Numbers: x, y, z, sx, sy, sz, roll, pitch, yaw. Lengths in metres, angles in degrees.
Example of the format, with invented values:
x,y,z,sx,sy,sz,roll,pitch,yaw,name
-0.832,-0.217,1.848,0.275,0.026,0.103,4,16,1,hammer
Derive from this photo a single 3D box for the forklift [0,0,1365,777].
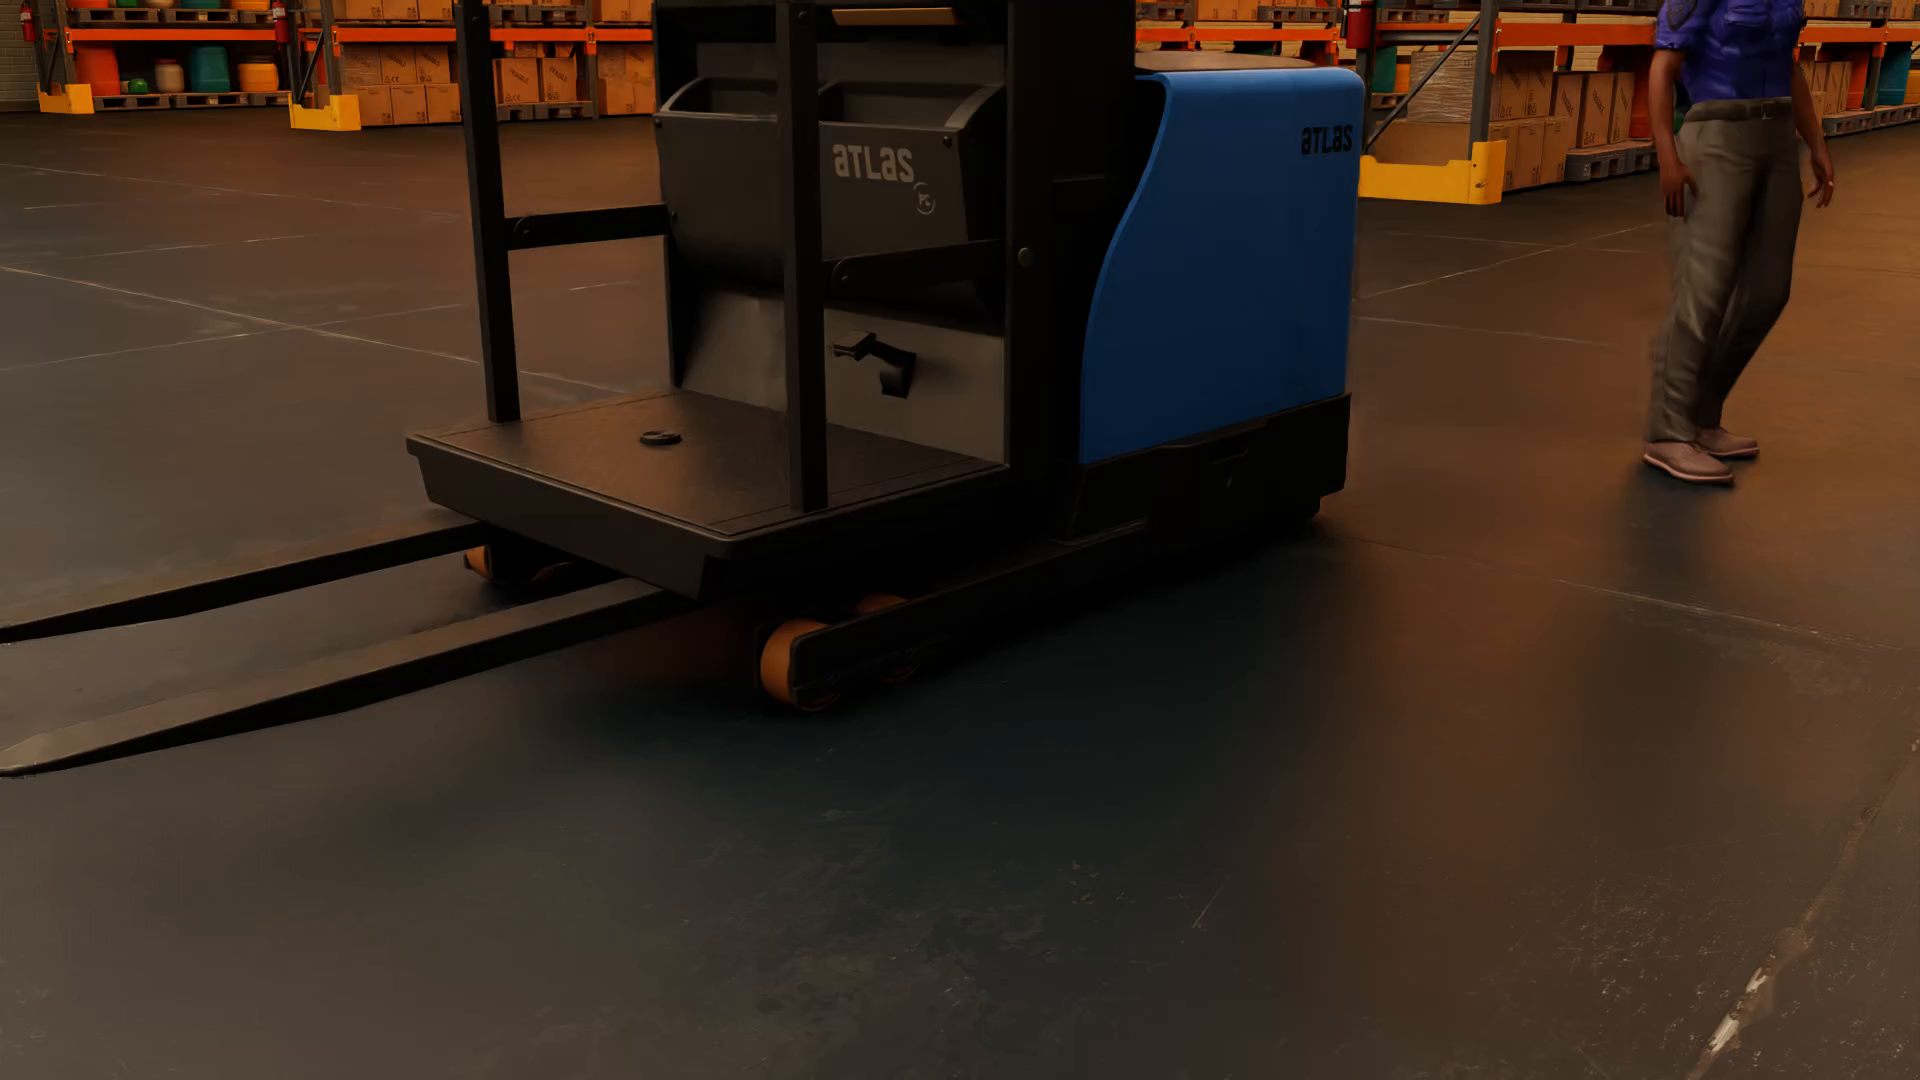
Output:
x,y,z,sx,sy,sz,roll,pitch,yaw,name
-0.431,-1.266,3.067,1.130,2.935,3.031,16,23,42,forklift

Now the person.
x,y,z,sx,sy,sz,roll,pitch,yaw,name
2.135,-1.010,4.492,0.602,1.646,0.501,-9,19,-26,person
